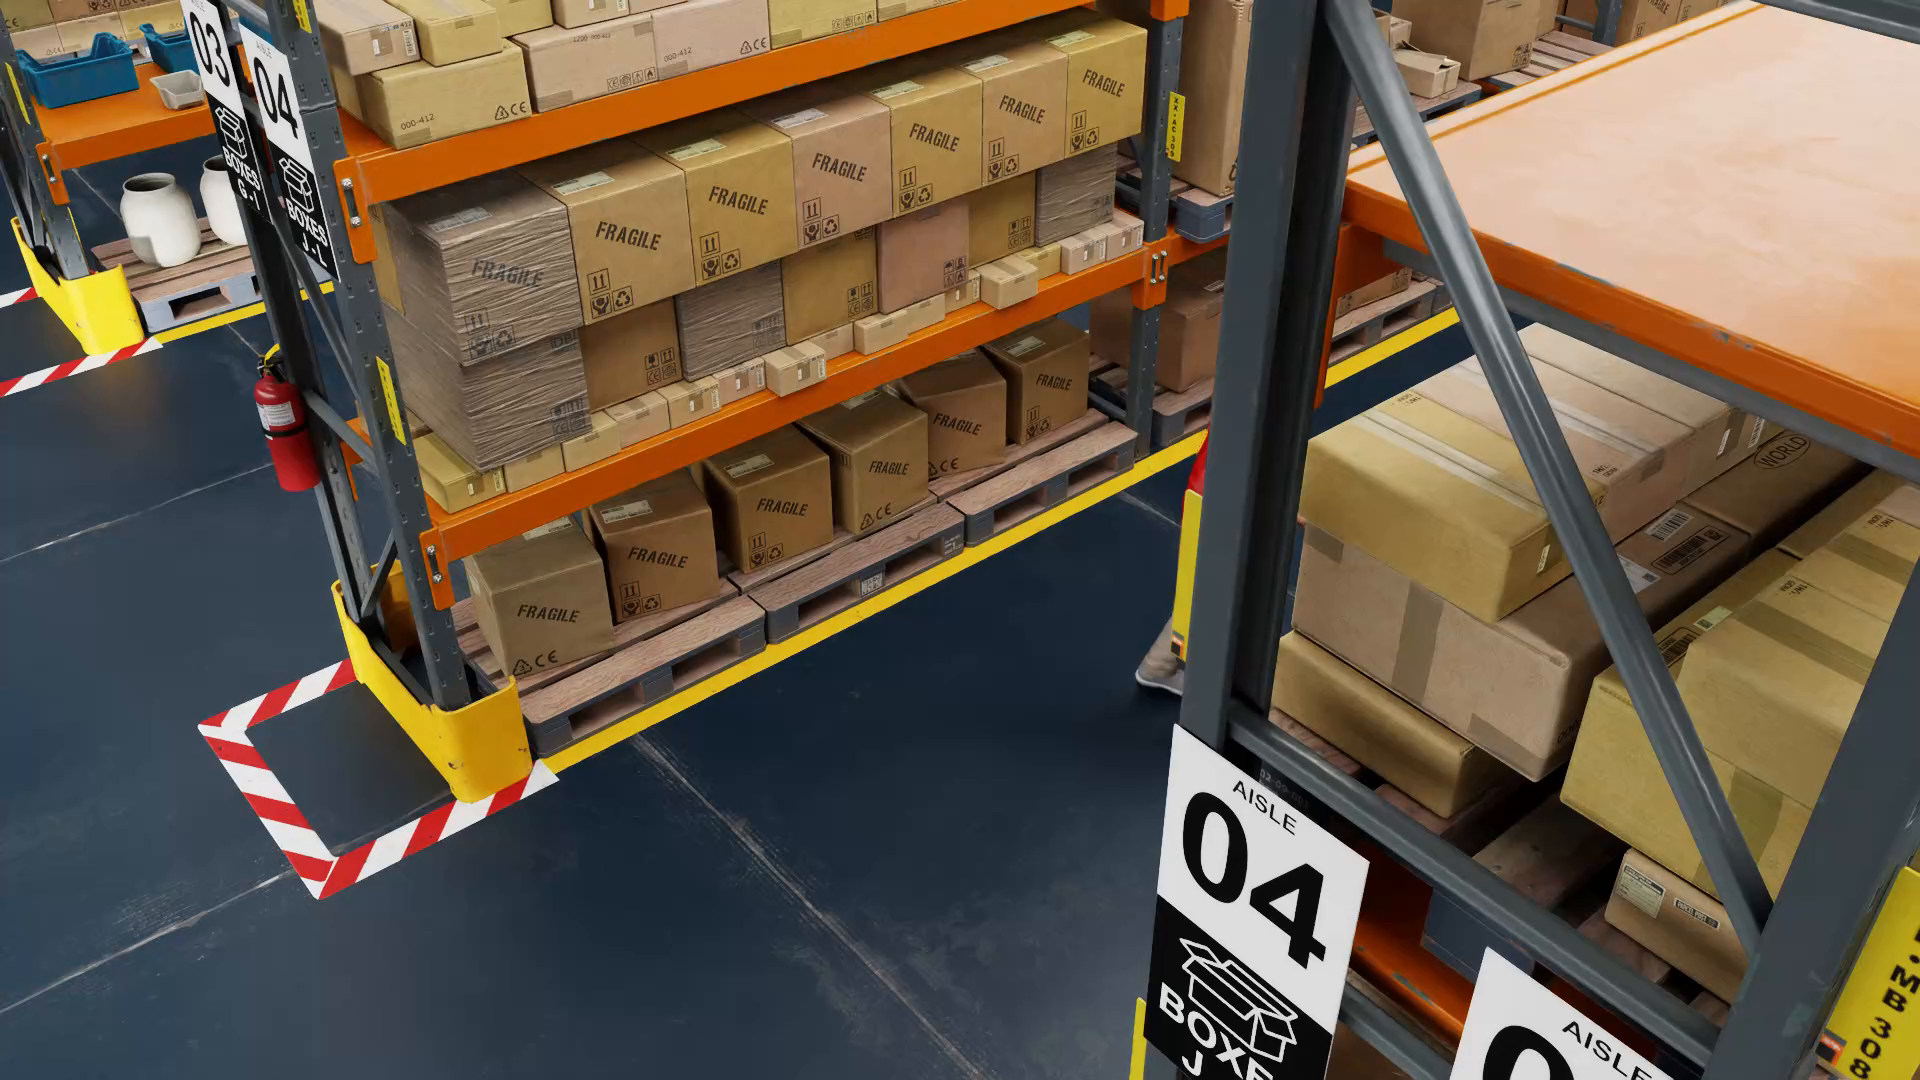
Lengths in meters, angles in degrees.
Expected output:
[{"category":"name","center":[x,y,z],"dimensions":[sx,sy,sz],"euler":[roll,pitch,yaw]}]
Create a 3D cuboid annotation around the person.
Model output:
[{"category":"person","center":[1.161,0.048,6.983],"dimensions":[0.748,1.623,0.586],"euler":[12,37,16]}]
